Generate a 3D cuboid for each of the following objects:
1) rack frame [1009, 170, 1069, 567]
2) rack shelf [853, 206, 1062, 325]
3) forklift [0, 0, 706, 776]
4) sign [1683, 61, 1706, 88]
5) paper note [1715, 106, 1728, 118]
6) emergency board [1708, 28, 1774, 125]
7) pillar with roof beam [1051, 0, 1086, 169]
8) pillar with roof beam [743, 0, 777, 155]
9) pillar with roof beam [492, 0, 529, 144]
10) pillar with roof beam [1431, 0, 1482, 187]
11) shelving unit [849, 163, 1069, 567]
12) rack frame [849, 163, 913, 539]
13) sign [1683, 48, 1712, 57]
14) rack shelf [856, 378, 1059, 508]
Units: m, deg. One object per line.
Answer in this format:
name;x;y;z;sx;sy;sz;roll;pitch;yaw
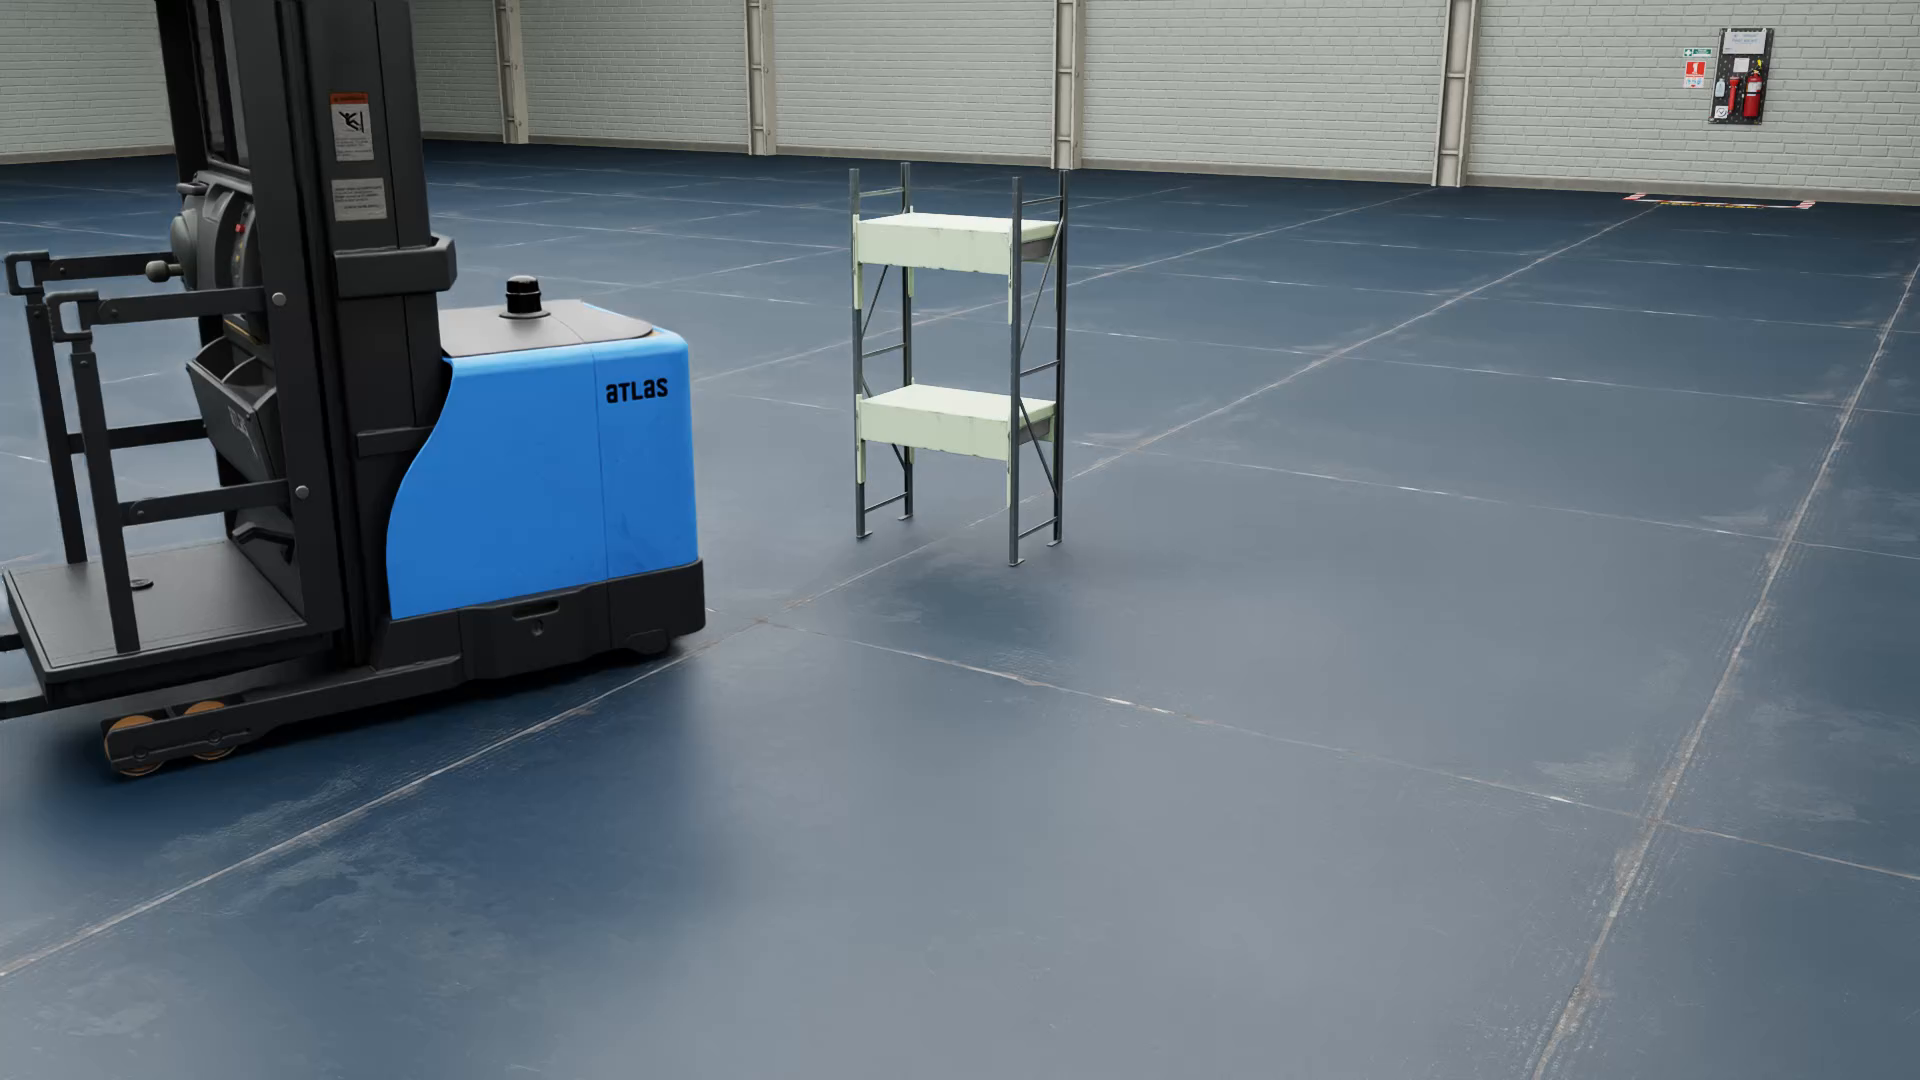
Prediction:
rack frame;0.306;-0.663;6.483;0.023;1.500;0.400;10;20;30
rack shelf;-0.006;-1.092;6.553;0.720;0.370;0.431;10;20;30
forklift;-2.373;-0.911;4.837;3.031;2.935;1.130;-11;20;-33
sign;9.391;-5.952;21.253;0.234;0.329;0.001;10;20;30
paper note;9.693;-5.448;21.170;0.142;0.148;0.016;10;20;30
emergency board;9.808;-5.825;20.897;0.643;1.169;0.194;10;20;30
pillar with roof beam;-0.585;-9.069;21.255;0.400;9.000;9.100;10;20;30
pillar with roof beam;-5.698;-9.982;24.260;0.400;9.000;9.100;10;20;30
pillar with roof beam;-10.810;-10.895;27.264;0.400;9.000;9.100;10;20;30
pillar with roof beam;4.528;-8.157;18.251;0.400;9.000;9.100;10;20;30
shelving unit;-0.006;-0.719;6.667;0.755;1.500;0.431;10;20;30
rack frame;-0.318;-0.774;6.850;0.023;1.500;0.400;10;20;30
sign;9.390;-6.202;21.166;0.331;0.109;0.001;10;20;30
rack shelf;-0.006;-0.407;6.761;0.720;0.370;0.431;10;20;30
